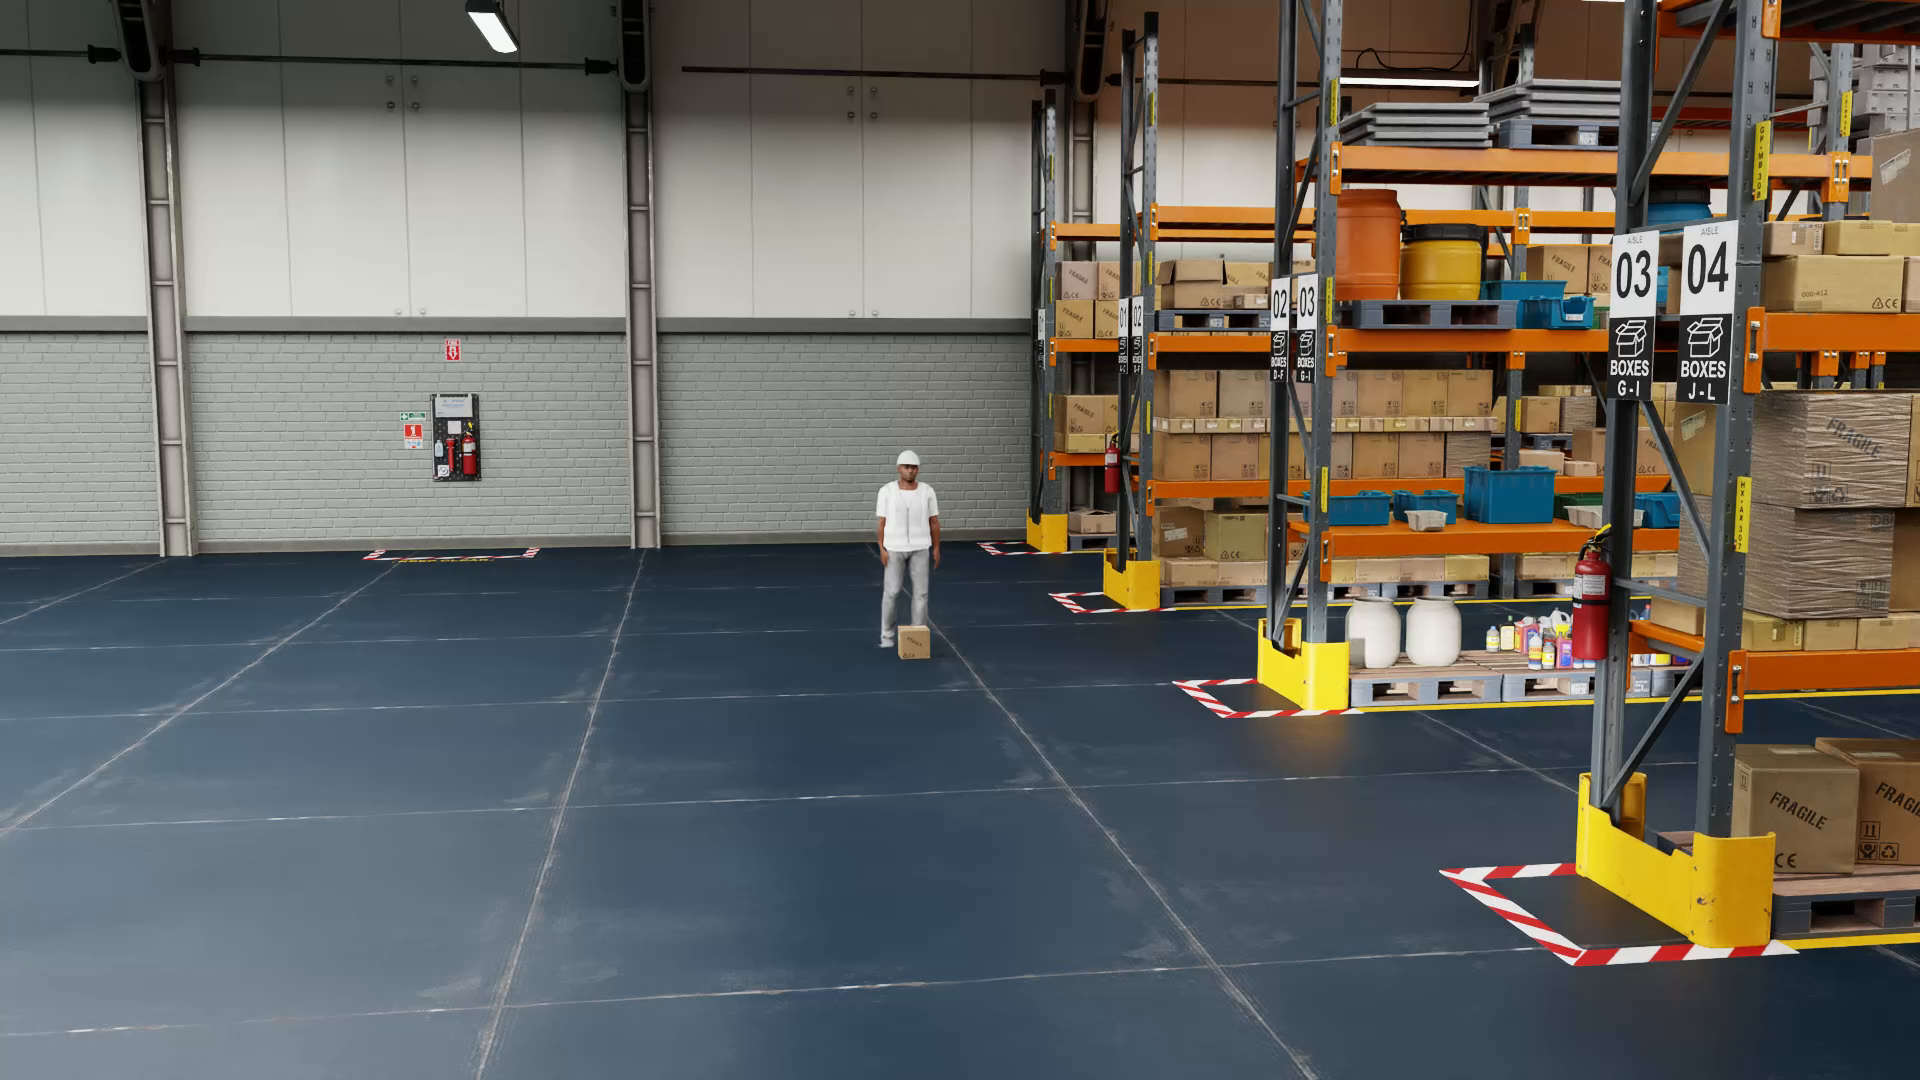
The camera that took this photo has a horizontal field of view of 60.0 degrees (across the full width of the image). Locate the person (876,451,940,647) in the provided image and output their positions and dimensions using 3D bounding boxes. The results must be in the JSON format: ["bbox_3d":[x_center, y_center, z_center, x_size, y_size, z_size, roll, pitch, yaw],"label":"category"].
[{"bbox_3d":[-0.457,0.112,14.871,0.568,1.819,0.408,-1,7,-8],"label":"person"}]
